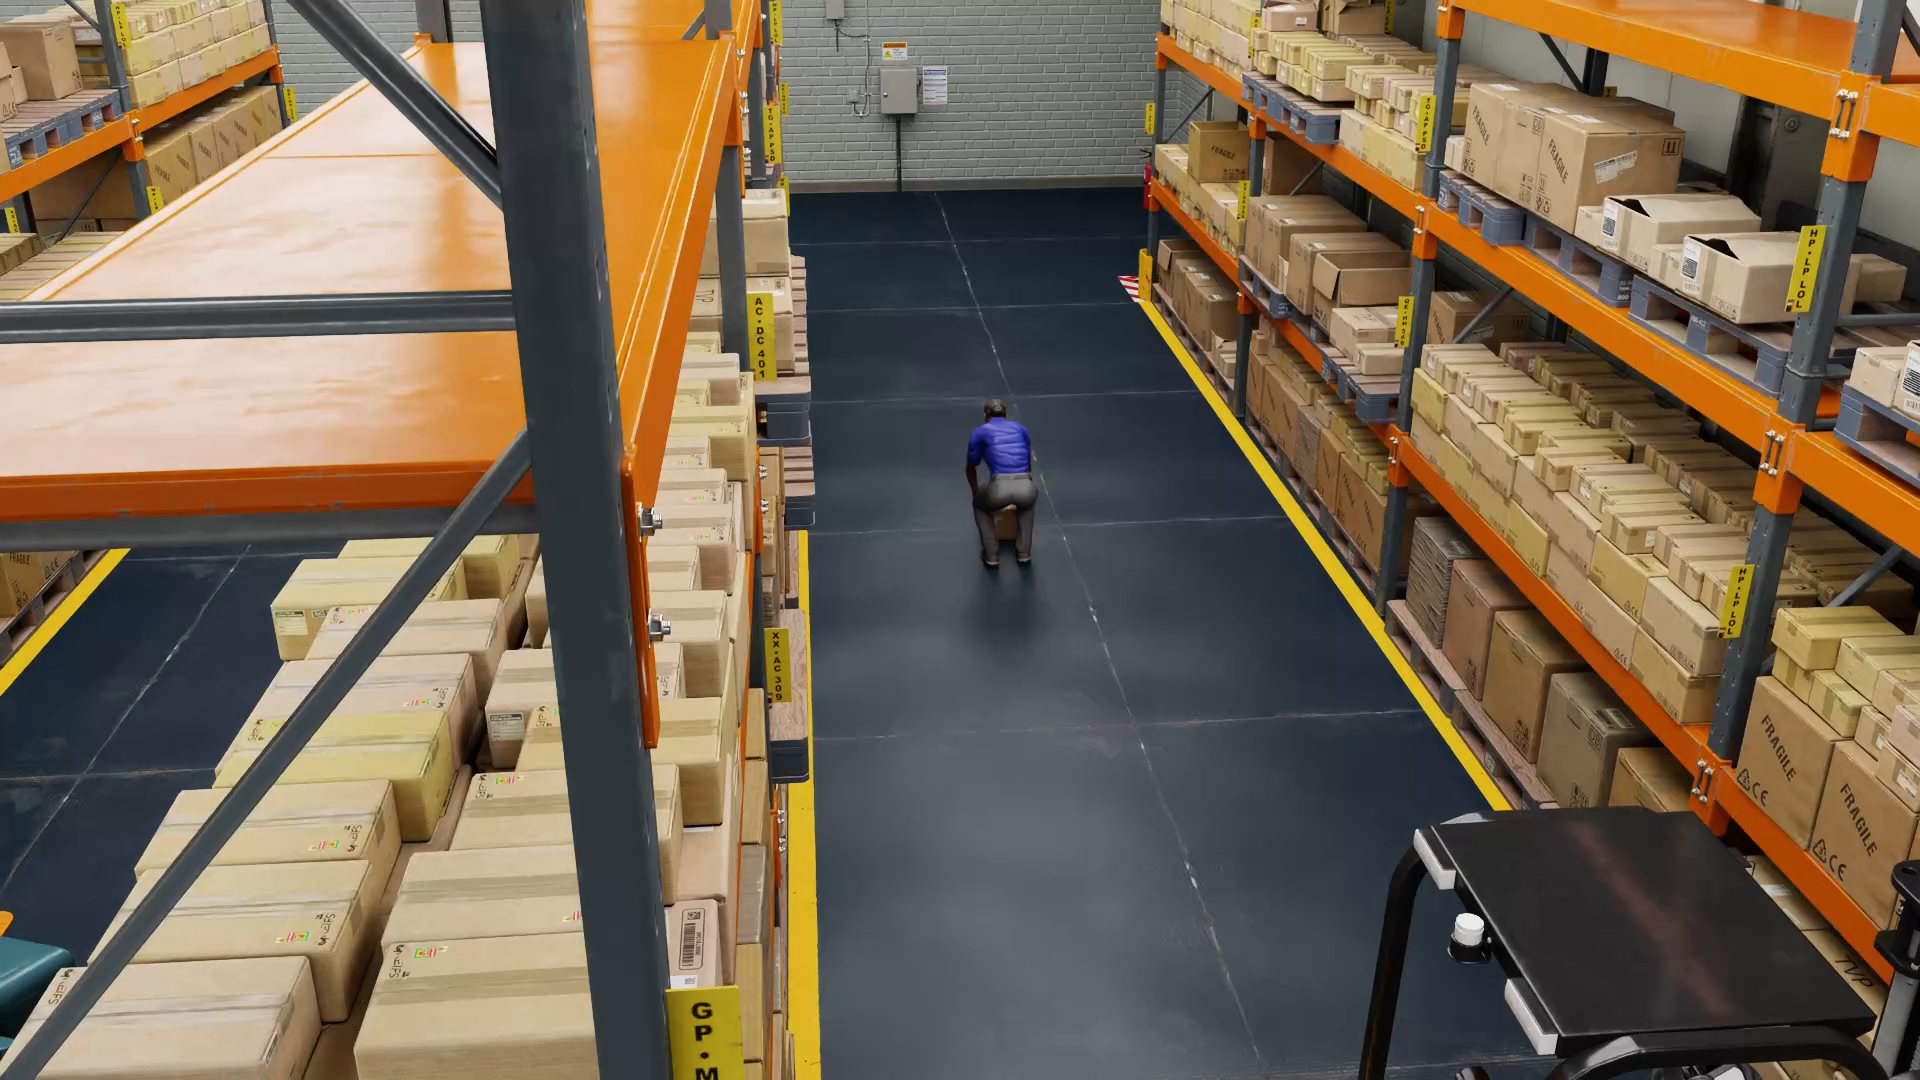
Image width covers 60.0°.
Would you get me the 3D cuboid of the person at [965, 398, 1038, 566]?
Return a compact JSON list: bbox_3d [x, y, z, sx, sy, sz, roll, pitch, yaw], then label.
[{"bbox_3d":[0.298,-0.394,11.891,0.494,1.106,0.748,-2,24,-5],"label":"person"}]
